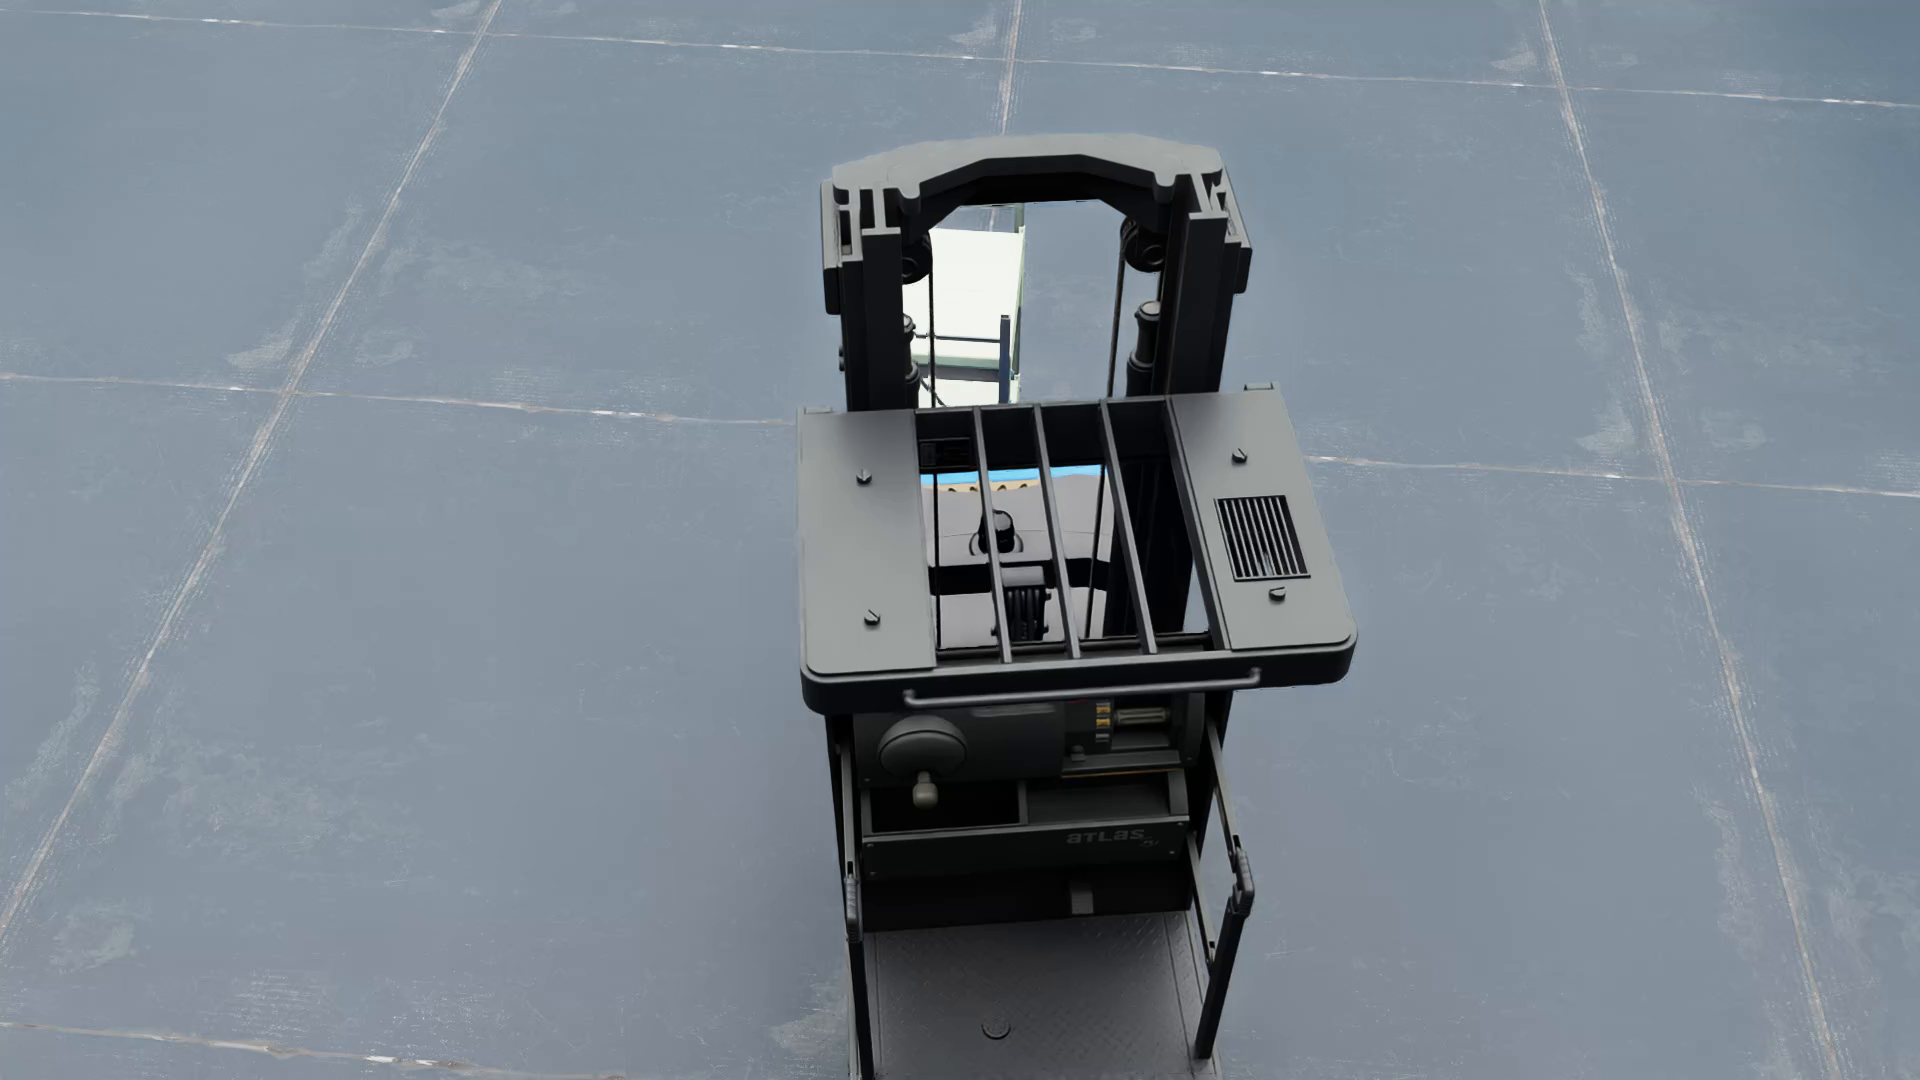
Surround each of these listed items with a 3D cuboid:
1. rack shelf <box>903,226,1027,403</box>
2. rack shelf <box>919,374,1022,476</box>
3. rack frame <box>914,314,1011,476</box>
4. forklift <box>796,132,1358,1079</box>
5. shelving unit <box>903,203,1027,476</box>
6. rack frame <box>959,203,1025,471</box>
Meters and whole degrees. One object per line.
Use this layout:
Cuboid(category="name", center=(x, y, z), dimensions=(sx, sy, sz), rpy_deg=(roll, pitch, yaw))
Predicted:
Cuboid(category="rack shelf", center=(-0.001, -0.765, 5.930), dimensions=(0.431, 0.370, 0.720), rpy_deg=(4, 48, 4))
Cuboid(category="rack shelf", center=(-0.001, -0.281, 6.459), dimensions=(0.431, 0.370, 0.720), rpy_deg=(4, 48, 4))
Cuboid(category="rack frame", center=(-0.034, -0.232, 5.972), dimensions=(0.400, 1.500, 0.023), rpy_deg=(4, 48, 4))
Cuboid(category="forklift", center=(0.202, 0.594, 4.246), dimensions=(1.130, 2.935, 3.031), rpy_deg=(-3, 48, -3))
Cuboid(category="shelving unit", center=(-0.001, -0.501, 6.218), dimensions=(0.431, 1.500, 0.755), rpy_deg=(4, 48, 4))
Cuboid(category="rack frame", center=(0.033, -0.770, 6.464), dimensions=(0.400, 1.500, 0.023), rpy_deg=(4, 48, 4))
